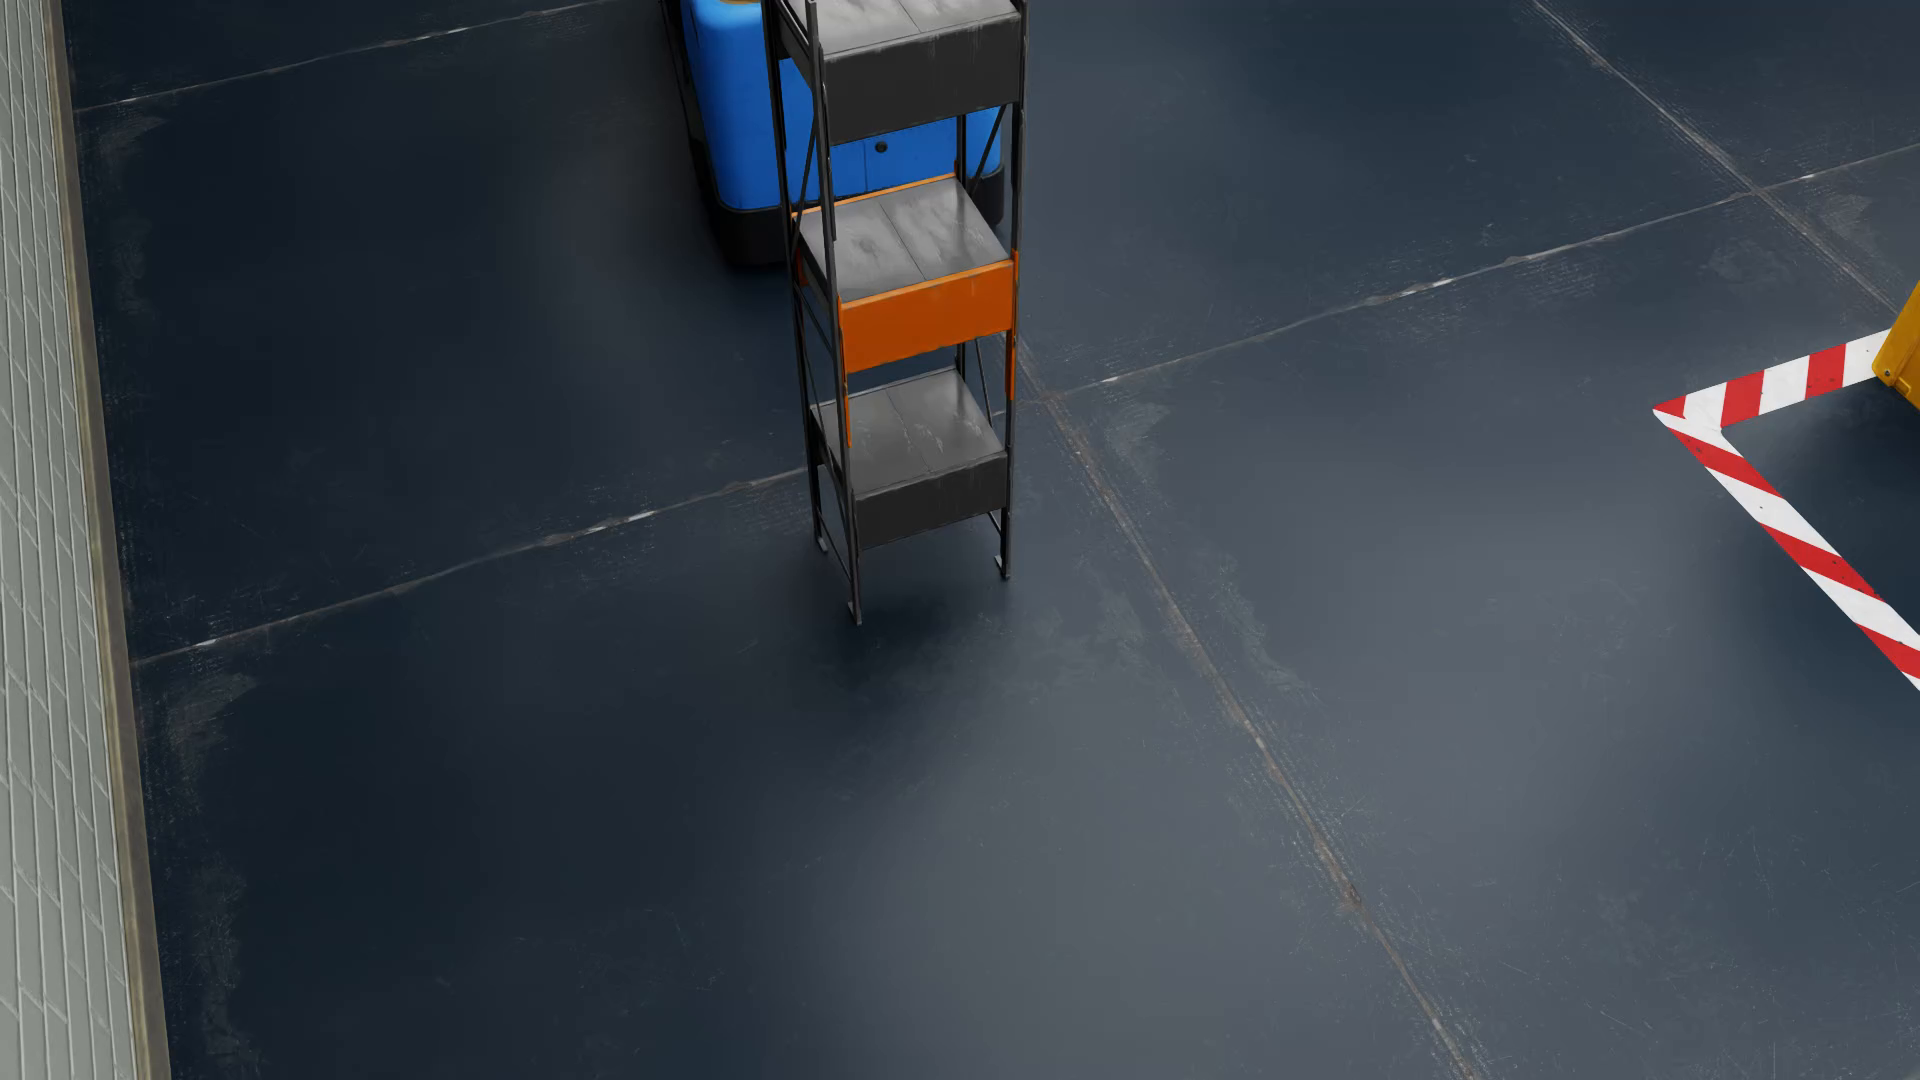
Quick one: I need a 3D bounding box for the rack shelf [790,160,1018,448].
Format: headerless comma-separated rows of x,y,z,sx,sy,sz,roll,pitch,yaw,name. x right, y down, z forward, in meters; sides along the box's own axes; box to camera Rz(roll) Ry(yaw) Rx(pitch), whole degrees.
-0.153,-0.628,4.423,0.480,0.518,0.431,-17,52,-14,rack shelf

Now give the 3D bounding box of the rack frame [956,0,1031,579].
0.073,-0.707,4.473,0.015,2.100,0.400,-17,52,-14,rack frame

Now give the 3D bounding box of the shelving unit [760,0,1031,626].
-0.153,-0.637,4.413,0.503,2.100,0.431,-17,52,-14,shelving unit

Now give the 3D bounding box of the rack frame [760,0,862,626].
-0.379,-0.567,4.353,0.015,2.100,0.400,-17,52,-14,rack frame

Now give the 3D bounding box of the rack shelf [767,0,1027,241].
-0.153,-1.084,3.892,0.480,0.518,0.431,-17,52,-14,rack shelf

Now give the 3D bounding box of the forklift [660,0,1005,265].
-0.673,-3.093,5.974,1.130,2.935,3.031,-10,50,-9,forklift

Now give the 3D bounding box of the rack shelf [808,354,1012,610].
-0.153,-0.172,4.954,0.480,0.518,0.431,-17,52,-14,rack shelf

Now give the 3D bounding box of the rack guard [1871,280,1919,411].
3.517,-0.415,5.277,0.348,0.500,1.175,-17,52,-14,rack guard
